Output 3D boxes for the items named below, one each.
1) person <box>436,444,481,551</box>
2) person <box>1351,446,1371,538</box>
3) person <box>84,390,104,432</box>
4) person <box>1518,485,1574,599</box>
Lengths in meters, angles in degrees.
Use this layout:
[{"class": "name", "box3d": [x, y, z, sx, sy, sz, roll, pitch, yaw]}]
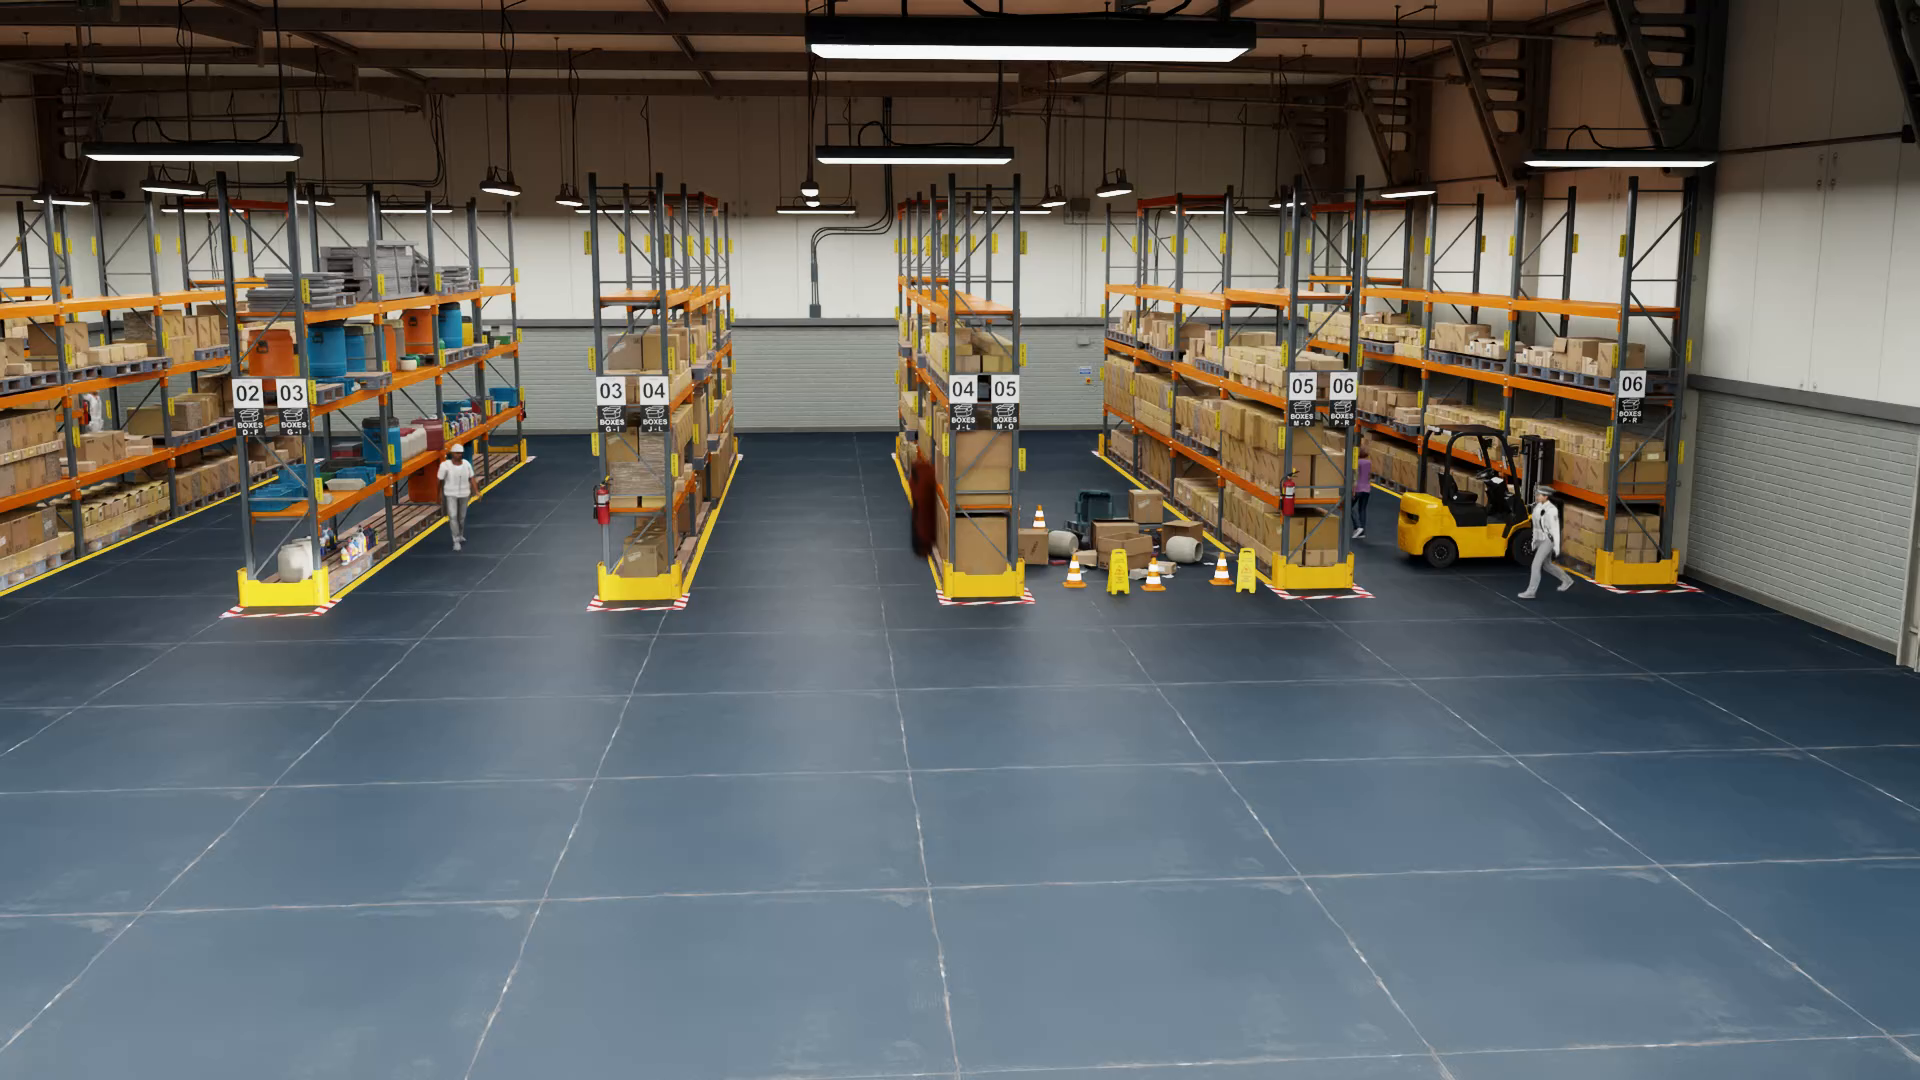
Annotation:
[{"class": "person", "box3d": [-8.407, -0.755, 27.897, 0.683, 1.727, 1.002, -5, 11, -28]}, {"class": "person", "box3d": [6.927, -0.826, 28.718, 0.437, 1.597, 0.381, -4, 11, -24]}, {"class": "person", "box3d": [-20.633, -2.838, 39.532, 0.520, 1.788, 0.580, -1, 10, -4]}, {"class": "person", "box3d": [8.432, 0.009, 23.866, 0.899, 1.634, 0.510, -2, 10, -11]}]
